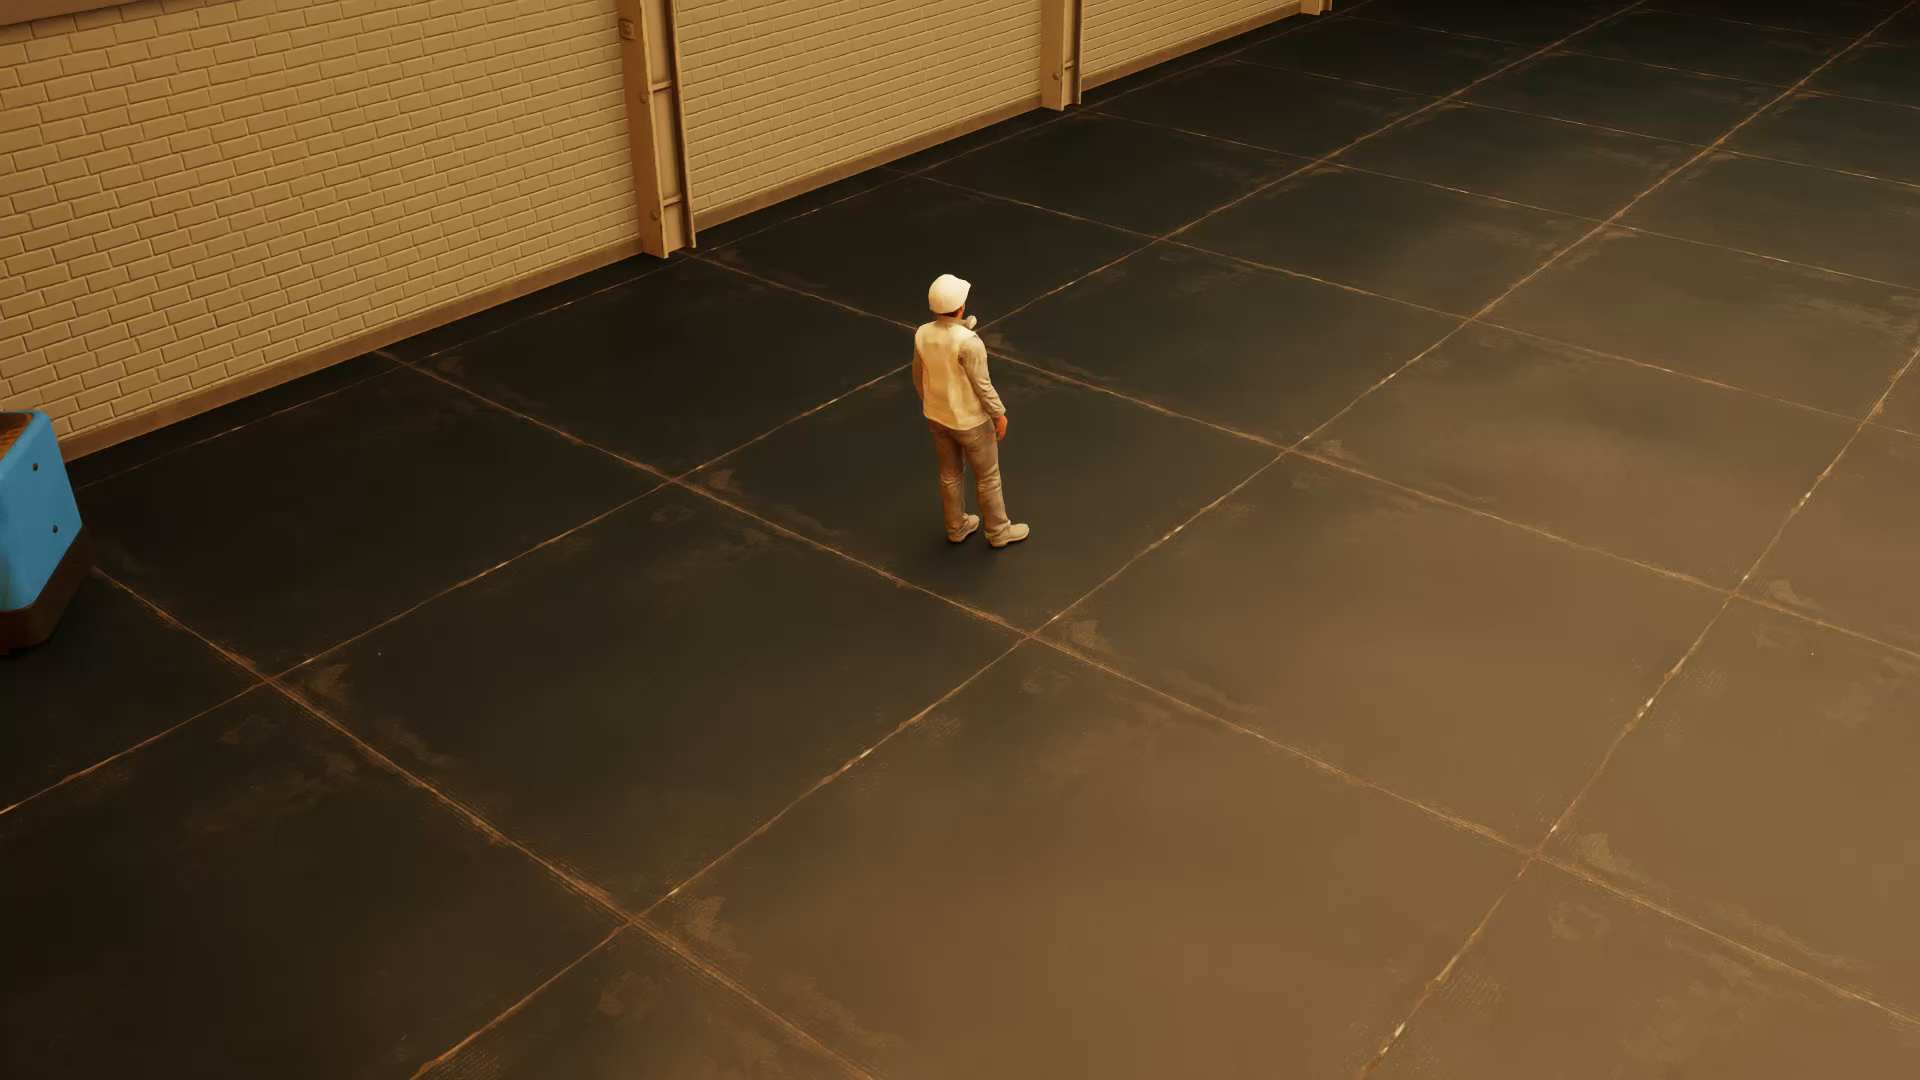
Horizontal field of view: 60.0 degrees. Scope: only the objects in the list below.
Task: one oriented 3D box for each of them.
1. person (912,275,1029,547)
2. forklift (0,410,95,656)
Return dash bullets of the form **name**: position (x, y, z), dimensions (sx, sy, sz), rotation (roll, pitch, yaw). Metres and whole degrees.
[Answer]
- **person**: position (0.045, -0.794, 10.086), dimensions (0.632, 1.773, 0.568), rotation (22, 37, 33)
- **forklift**: position (-6.718, -0.762, 8.899), dimensions (3.031, 2.935, 1.130), rotation (-4, 31, -7)
